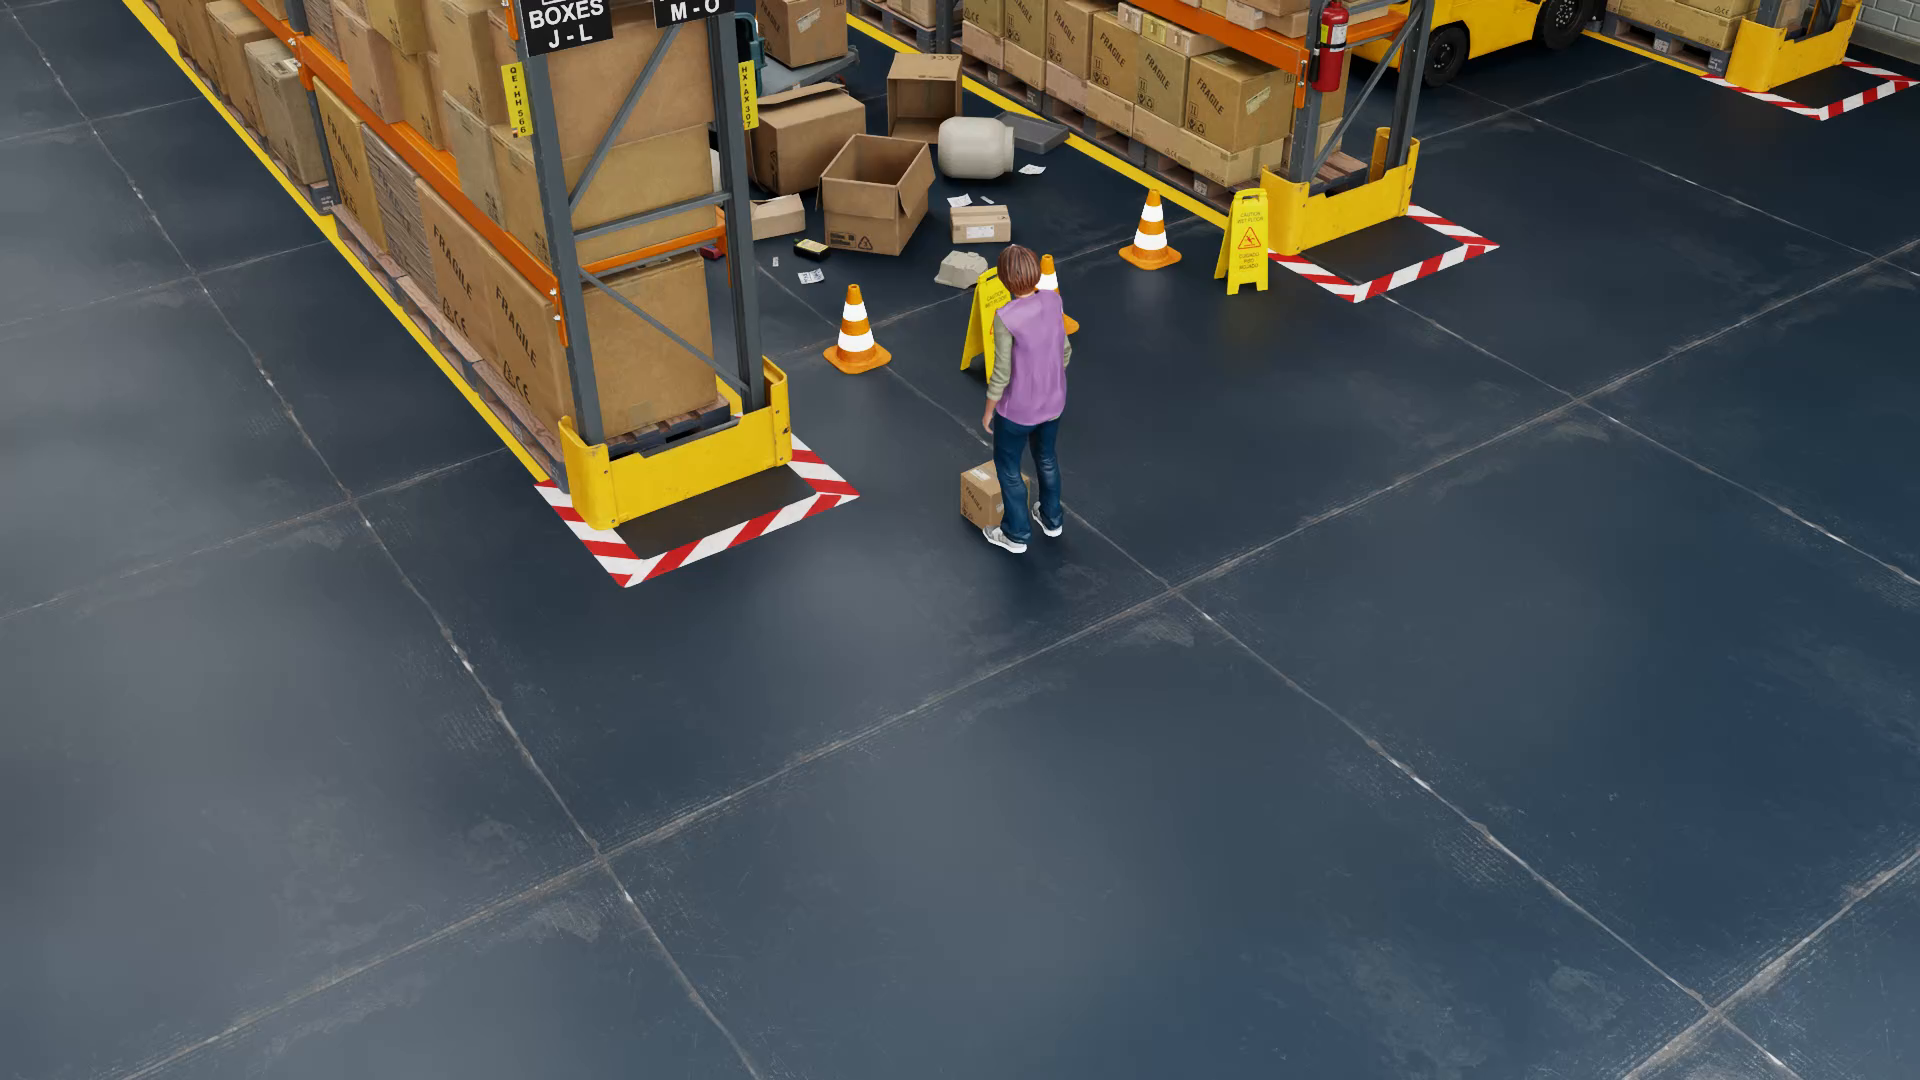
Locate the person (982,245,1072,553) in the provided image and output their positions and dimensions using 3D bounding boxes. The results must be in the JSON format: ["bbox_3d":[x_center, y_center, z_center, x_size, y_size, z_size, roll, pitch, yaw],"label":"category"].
[{"bbox_3d":[0.316,-0.646,7.870,0.476,1.592,0.347,-24,43,-29],"label":"person"}]
